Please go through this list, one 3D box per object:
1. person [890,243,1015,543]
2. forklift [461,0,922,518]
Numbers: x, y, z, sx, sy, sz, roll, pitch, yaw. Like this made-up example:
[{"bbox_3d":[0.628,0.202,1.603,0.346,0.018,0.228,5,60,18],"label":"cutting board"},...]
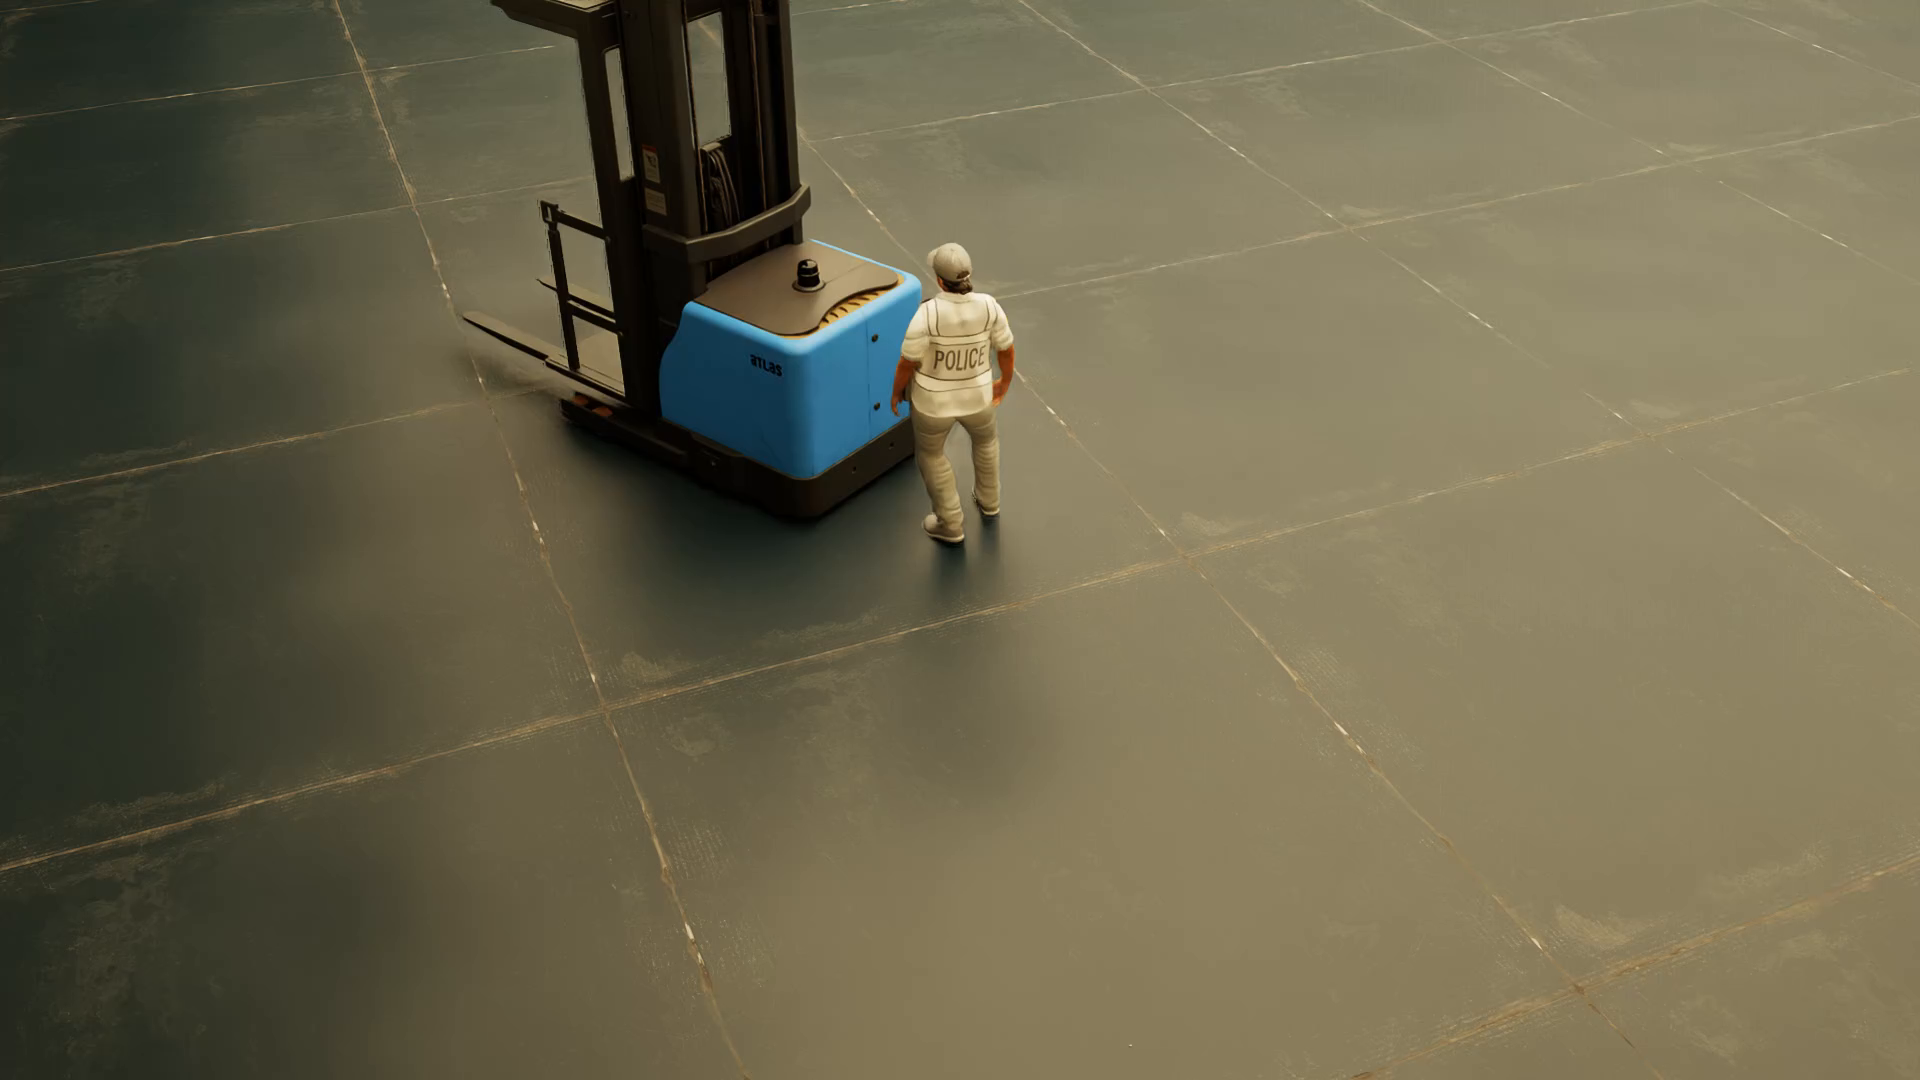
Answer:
[{"bbox_3d":[-0.053,-0.759,8.302,0.616,1.655,0.541,-10,37,-14],"label":"person"},{"bbox_3d":[-1.659,-2.004,8.917,3.031,2.935,1.130,24,42,30],"label":"forklift"}]
